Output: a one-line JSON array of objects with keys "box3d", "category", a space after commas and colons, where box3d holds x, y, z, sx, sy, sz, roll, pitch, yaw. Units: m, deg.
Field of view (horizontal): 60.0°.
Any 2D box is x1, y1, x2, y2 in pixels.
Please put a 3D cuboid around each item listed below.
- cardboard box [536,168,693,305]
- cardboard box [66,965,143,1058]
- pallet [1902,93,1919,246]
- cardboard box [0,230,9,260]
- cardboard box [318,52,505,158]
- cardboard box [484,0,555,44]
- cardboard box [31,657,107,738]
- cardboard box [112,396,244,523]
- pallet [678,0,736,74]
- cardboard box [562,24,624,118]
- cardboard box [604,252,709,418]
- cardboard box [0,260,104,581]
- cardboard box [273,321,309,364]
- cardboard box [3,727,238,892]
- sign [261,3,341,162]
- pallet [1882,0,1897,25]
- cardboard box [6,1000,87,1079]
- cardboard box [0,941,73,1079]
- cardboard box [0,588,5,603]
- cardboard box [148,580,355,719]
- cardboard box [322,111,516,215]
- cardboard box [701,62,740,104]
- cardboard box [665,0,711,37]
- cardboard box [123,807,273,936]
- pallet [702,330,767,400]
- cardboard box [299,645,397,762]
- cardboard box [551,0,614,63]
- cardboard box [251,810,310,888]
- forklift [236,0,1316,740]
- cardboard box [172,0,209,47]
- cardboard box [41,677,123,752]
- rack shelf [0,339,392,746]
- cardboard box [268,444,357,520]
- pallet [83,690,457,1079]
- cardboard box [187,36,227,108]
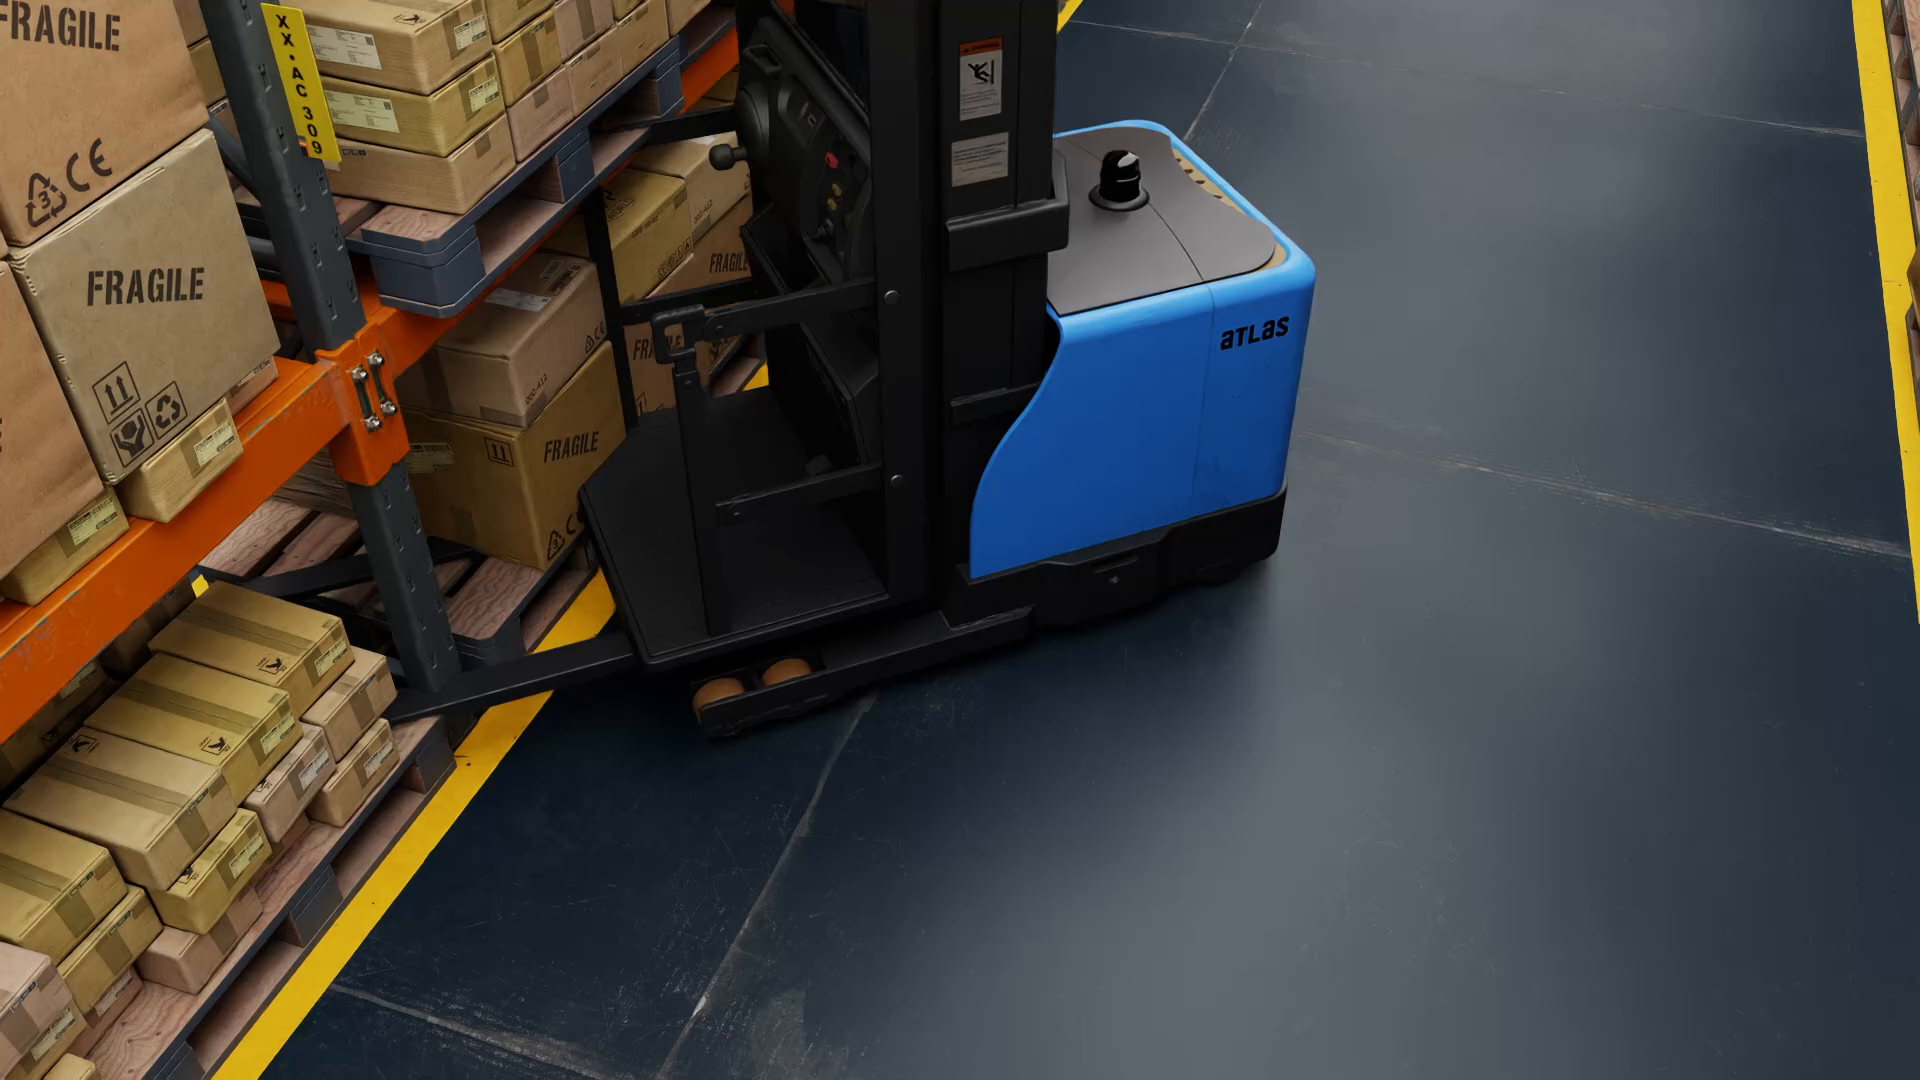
[{"box3d": [-1.158, -0.914, 5.035, 0.500, 0.250, 0.500, 14, 43, 16], "category": "cardboard box"}, {"box3d": [-2.054, 0.986, 3.656, 0.380, 0.149, 0.250, 12, 42, 14], "category": "cardboard box"}, {"box3d": [4.424, -1.395, 6.723, 1.003, 0.211, 1.213, 13, 42, 15], "category": "pallet"}, {"box3d": [-1.917, -0.571, 2.531, 0.500, 0.500, 0.500, 12, 42, 14], "category": "cardboard box"}, {"box3d": [-1.272, -1.018, 3.773, 0.380, 0.149, 0.250, 14, 42, 16], "category": "cardboard box"}, {"box3d": [-1.183, -1.303, 3.877, 0.380, 0.149, 0.250, 14, 43, 16], "category": "cardboard box"}, {"box3d": [-2.301, 0.315, 3.984, 0.380, 0.149, 0.250, 15, 43, 17], "category": "cardboard box"}, {"box3d": [-1.702, -0.200, 3.366, 0.380, 0.149, 0.250, 12, 42, 14], "category": "cardboard box"}, {"box3d": [-1.110, -1.853, 5.258, 1.003, 0.211, 1.213, 13, 42, 15], "category": "pallet"}, {"box3d": [-1.094, -1.227, 4.247, 0.380, 0.149, 0.250, 14, 42, 15], "category": "cardboard box"}, {"box3d": [-1.158, -0.626, 5.275, 0.500, 0.500, 0.500, 15, 43, 17], "category": "cardboard box"}, {"box3d": [-1.918, -0.180, 2.843, 0.500, 0.500, 0.500, 12, 42, 14], "category": "cardboard box"}, {"box3d": [-1.822, -0.707, 4.792, 0.500, 0.250, 0.500, 12, 42, 14], "category": "cardboard box"}, {"box3d": [-1.845, 0.589, 3.663, 0.380, 0.149, 0.250, 13, 42, 15], "category": "cardboard box"}, {"box3d": [-1.326, -0.916, 3.346, 0.100, 0.325, 0.005, 13, 42, 15], "category": "sign"}, {"box3d": [5.258, -2.883, 8.467, 1.003, 0.211, 1.213, 13, 42, 15], "category": "pallet"}, {"box3d": [-2.051, 0.998, 3.413, 0.380, 0.149, 0.250, 14, 43, 16], "category": "cardboard box"}, {"box3d": [-2.012, 0.915, 3.281, 0.380, 0.149, 0.250, 11, 42, 13], "category": "cardboard box"}, {"box3d": [-2.003, 0.092, 3.024, 0.380, 0.149, 0.250, 12, 42, 14], "category": "cardboard box"}, {"box3d": [-1.716, 0.271, 4.036, 0.380, 0.149, 0.250, 14, 43, 16], "category": "cardboard box"}, {"box3d": [-1.272, -0.905, 3.870, 0.380, 0.149, 0.250, 11, 42, 13], "category": "cardboard box"}, {"box3d": [-0.810, -1.544, 5.773, 0.500, 0.250, 0.500, 14, 42, 16], "category": "cardboard box"}, {"box3d": [-0.920, -1.535, 4.608, 0.380, 0.149, 0.250, 12, 42, 13], "category": "cardboard box"}, {"box3d": [-1.804, 0.707, 3.754, 0.380, 0.149, 0.250, 12, 42, 14], "category": "cardboard box"}, {"box3d": [-1.159, -0.864, 6.099, 1.003, 0.211, 1.213, 13, 42, 15], "category": "pallet"}, {"box3d": [-1.648, 0.372, 4.147, 0.380, 0.149, 0.250, 14, 42, 16], "category": "cardboard box"}, {"box3d": [-1.097, -1.334, 4.143, 0.380, 0.149, 0.250, 14, 42, 16], "category": "cardboard box"}, {"box3d": [-1.820, 0.677, 4.018, 0.380, 0.149, 0.250, 14, 43, 16], "category": "cardboard box"}, {"box3d": [-0.584, -0.961, 4.119, 3.031, 2.935, 1.130, -15, 43, -17], "category": "forklift"}, {"box3d": [-1.885, -1.281, 3.852, 0.380, 0.149, 0.250, 15, 43, 17], "category": "cardboard box"}, {"box3d": [-2.266, 0.433, 4.075, 0.380, 0.149, 0.250, 14, 42, 15], "category": "cardboard box"}, {"box3d": [-2.523, 0.791, 2.566, 1.077, 0.370, 4.000, 13, 42, 15], "category": "rack shelf"}, {"box3d": [-1.823, -0.419, 5.032, 0.500, 0.500, 0.500, 13, 42, 14], "category": "cardboard box"}, {"box3d": [-2.035, 0.776, 4.178, 1.003, 0.211, 1.213, 13, 42, 15], "category": "pallet"}, {"box3d": [-1.889, -1.166, 3.947, 0.380, 0.149, 0.250, 15, 43, 16], "category": "cardboard box"}]
